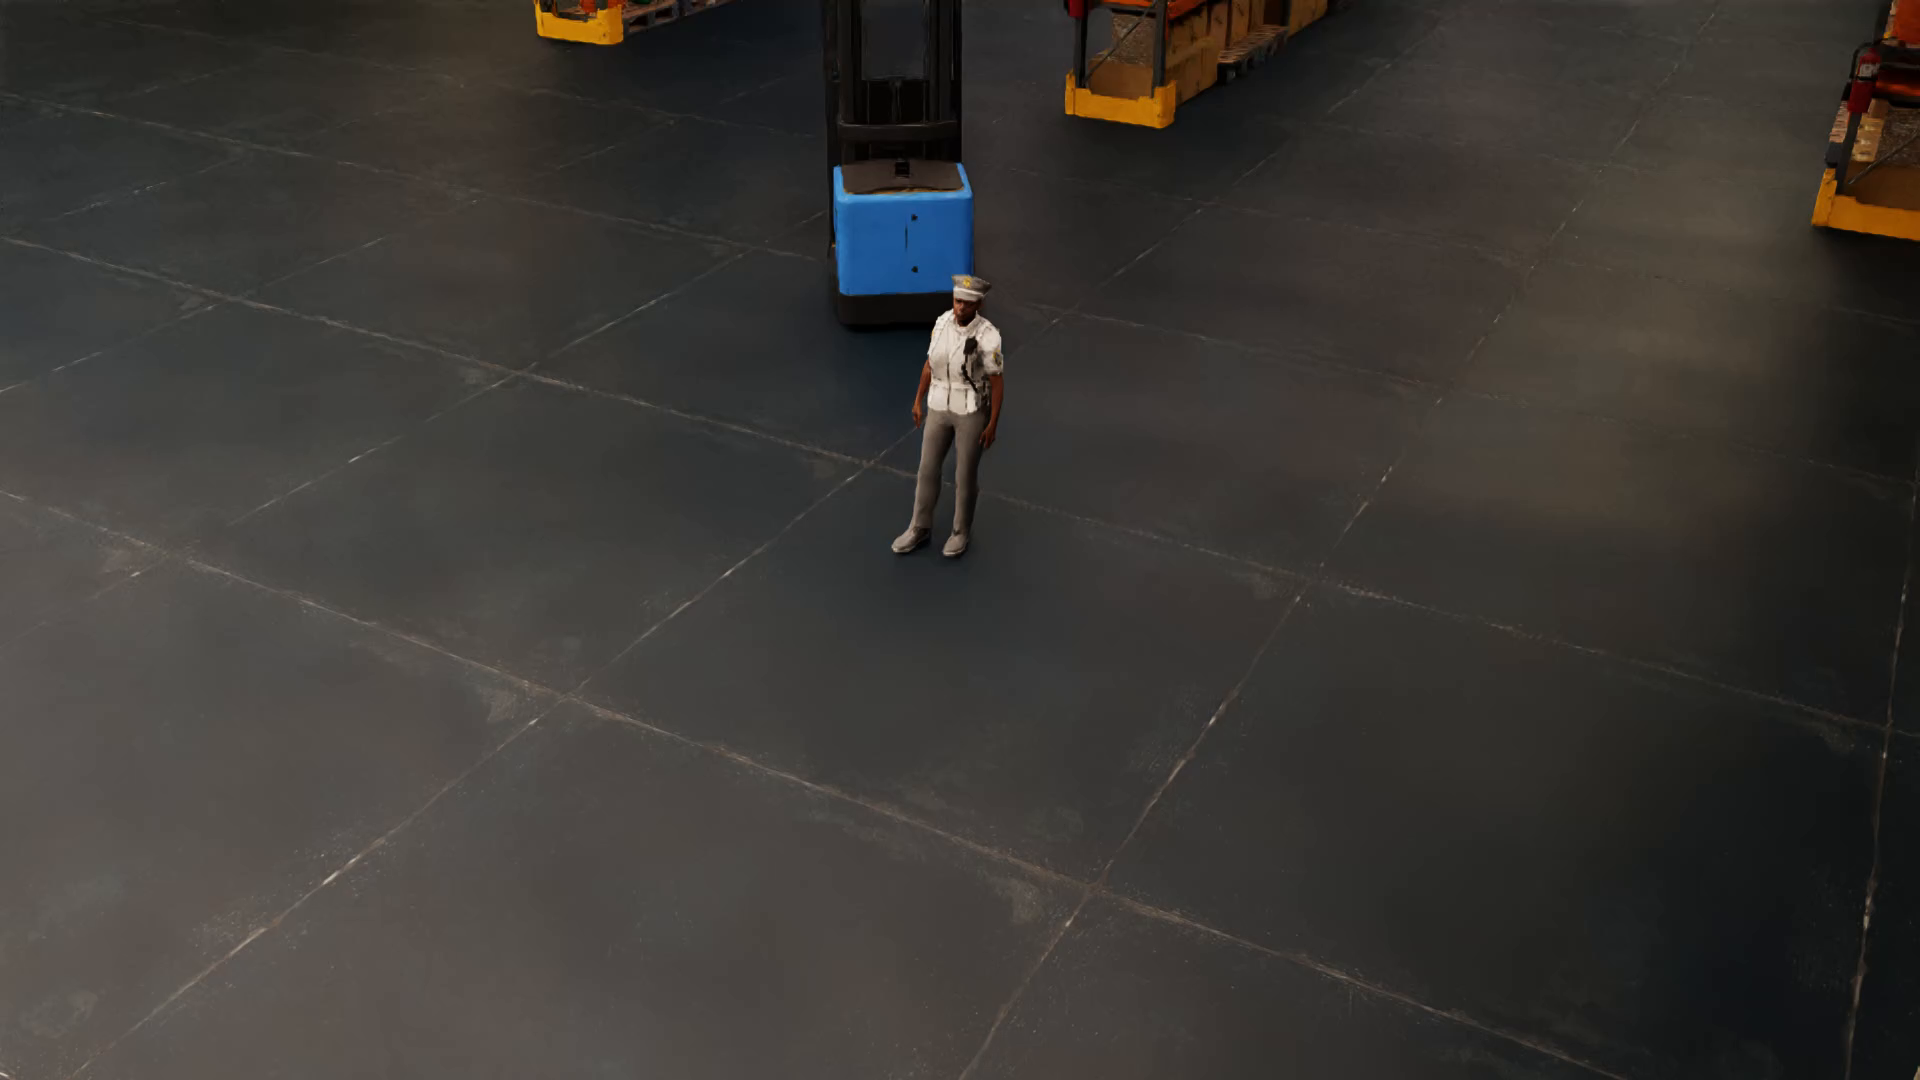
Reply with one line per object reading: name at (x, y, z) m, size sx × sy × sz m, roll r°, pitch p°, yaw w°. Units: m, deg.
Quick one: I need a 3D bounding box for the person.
person at (-0.053, -0.712, 9.527) m, size 0.570 × 1.693 × 0.529 m, roll 15°, pitch 33°, yaw 25°

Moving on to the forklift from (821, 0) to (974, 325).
forklift at (-0.551, -3.626, 13.354) m, size 1.130 × 2.935 × 3.031 m, roll -3°, pitch 30°, yaw -5°
